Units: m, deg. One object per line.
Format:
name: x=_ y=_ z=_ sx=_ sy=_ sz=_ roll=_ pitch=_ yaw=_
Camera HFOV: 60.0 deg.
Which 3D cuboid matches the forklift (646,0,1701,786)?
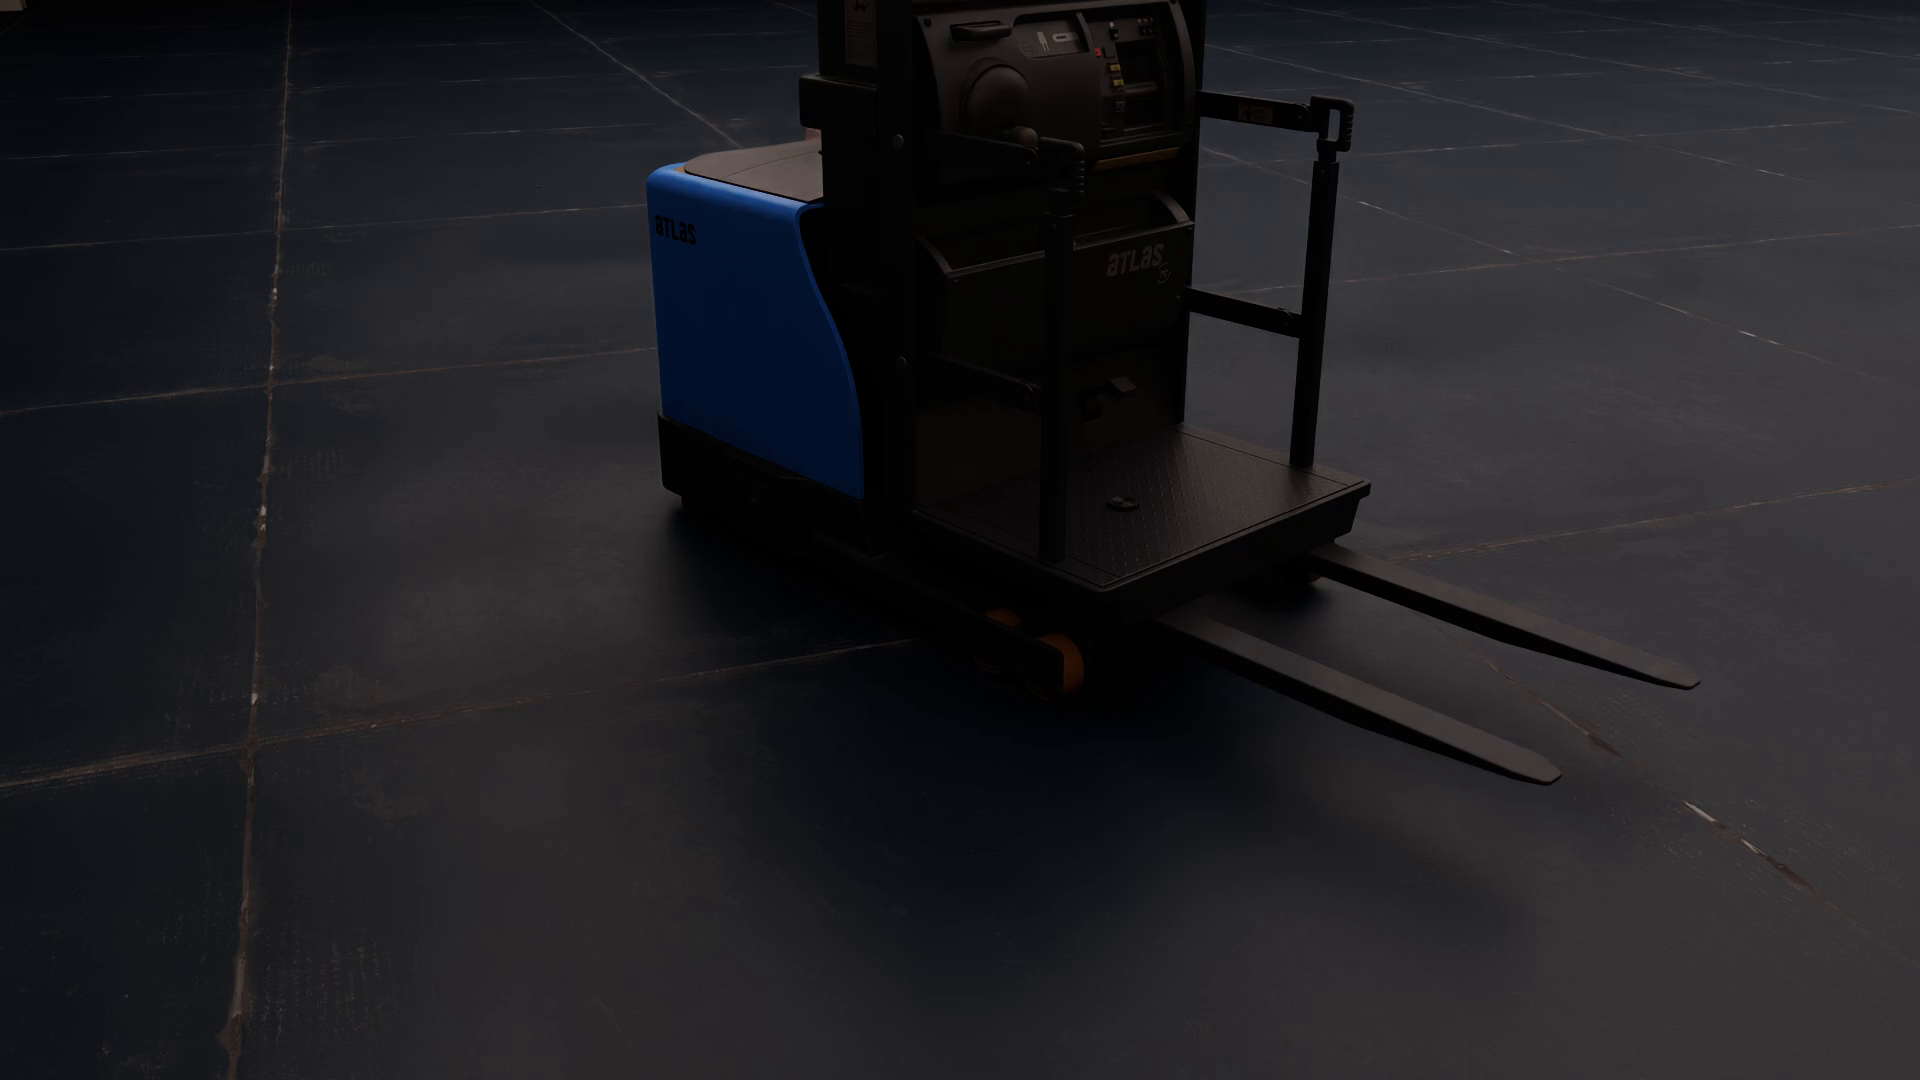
forklift: x=0.409 y=-1.176 z=4.096 sx=1.130 sy=2.935 sz=3.031 roll=-19 pitch=30 yaw=-38
